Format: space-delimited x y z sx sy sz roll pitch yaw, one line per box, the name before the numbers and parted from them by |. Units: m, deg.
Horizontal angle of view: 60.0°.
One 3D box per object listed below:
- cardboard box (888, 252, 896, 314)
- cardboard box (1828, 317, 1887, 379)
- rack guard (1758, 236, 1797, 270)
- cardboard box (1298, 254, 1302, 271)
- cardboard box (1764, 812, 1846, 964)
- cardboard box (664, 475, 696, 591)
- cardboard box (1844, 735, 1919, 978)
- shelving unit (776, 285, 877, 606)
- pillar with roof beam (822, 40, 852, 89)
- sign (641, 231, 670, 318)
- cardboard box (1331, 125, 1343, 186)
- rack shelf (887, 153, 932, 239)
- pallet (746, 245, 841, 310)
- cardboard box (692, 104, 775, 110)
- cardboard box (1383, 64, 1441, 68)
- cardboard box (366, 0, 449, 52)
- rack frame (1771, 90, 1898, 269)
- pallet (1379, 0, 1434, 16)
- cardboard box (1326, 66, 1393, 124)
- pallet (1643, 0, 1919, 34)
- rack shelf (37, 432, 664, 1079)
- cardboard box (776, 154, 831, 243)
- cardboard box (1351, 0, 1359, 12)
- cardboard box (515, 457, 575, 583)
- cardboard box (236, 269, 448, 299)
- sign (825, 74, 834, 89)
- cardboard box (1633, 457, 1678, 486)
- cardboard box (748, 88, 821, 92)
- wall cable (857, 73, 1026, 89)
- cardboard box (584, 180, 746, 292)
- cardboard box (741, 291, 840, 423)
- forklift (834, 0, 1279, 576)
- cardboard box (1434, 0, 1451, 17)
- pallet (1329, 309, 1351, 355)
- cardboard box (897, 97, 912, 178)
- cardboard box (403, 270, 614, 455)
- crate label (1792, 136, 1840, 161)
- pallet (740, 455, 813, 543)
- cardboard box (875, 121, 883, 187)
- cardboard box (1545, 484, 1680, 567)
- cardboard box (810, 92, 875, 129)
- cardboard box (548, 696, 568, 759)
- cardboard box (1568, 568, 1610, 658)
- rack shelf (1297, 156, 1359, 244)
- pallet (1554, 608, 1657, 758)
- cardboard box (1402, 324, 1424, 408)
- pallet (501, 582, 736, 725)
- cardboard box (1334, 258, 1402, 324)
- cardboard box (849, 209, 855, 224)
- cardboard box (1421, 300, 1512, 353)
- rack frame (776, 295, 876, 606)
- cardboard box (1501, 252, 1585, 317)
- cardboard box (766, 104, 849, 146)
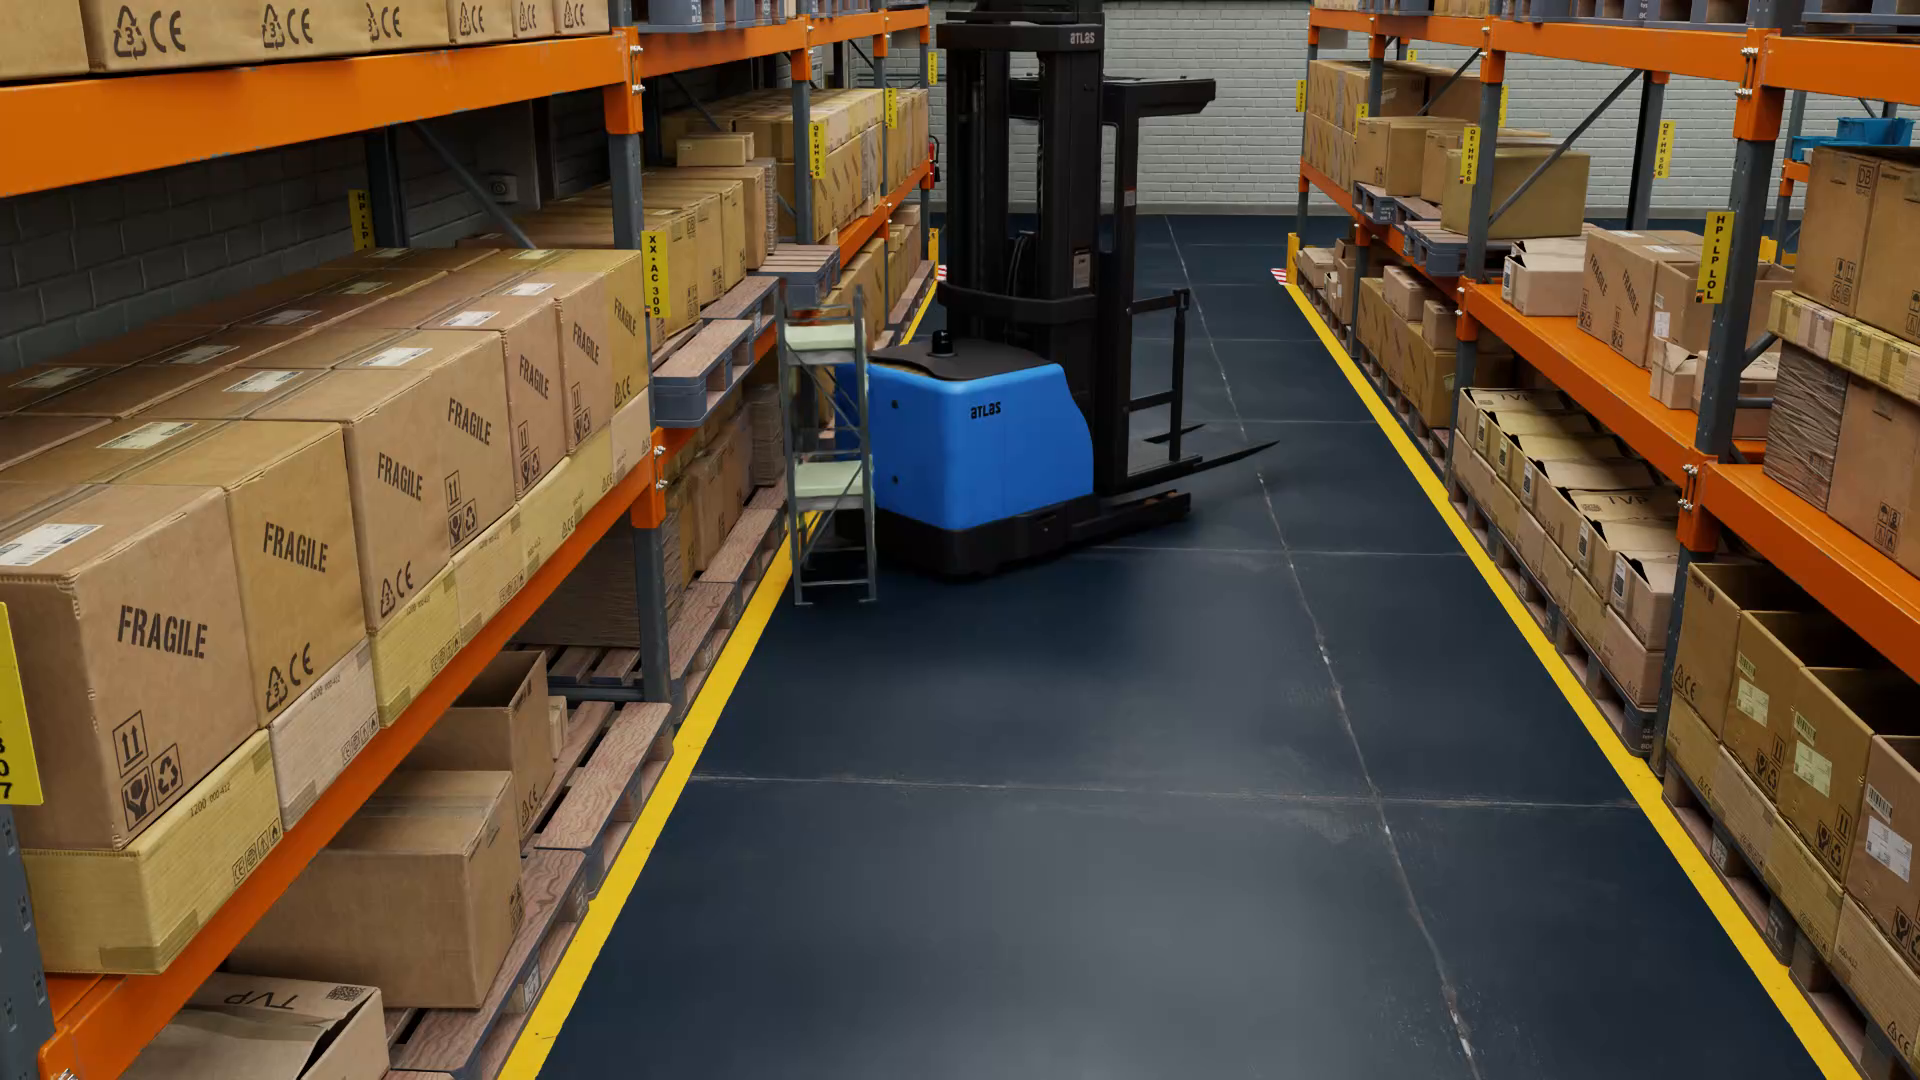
cardboard box | -0.962 -2.325 15.040 0.700 0.500 0.500 2 18 5
cardboard box | 3.002 -0.607 5.257 0.380 0.149 0.250 1 18 2
rack guard | 9.039 -2.924 17.544 1.175 0.500 0.348 1 18 4
cardboard box | 3.719 -2.879 17.234 0.380 0.166 0.250 1 18 4
cardboard box | 2.832 1.066 5.095 0.500 0.250 0.500 1 18 4
cardboard box | -1.669 -0.010 7.945 0.700 0.500 0.500 1 18 3
cardboard box | 2.798 0.865 4.504 0.500 0.500 0.500 1 18 4
shelving unit | -0.660 -0.500 8.403 0.431 1.500 0.755 -3 13 -2
pillar with roof beam | 2.793 -7.938 19.197 9.100 9.000 0.400 1 18 4
sign | -1.150 -1.000 6.267 0.100 0.325 0.005 1 18 4
cardboard box | 3.673 -3.502 15.132 0.500 0.500 0.500 2 18 5
rack shelf | -0.975 -3.362 16.022 1.077 0.370 4.000 1 18 4
pallet | -1.350 -1.526 9.570 1.213 0.211 1.003 1 18 4
cardboard box | -1.551 -2.862 11.466 0.500 0.250 0.500 1 18 3
cardboard box | 4.284 -4.276 15.889 0.500 0.500 0.500 2 18 5
cardboard box | -1.581 -1.431 3.963 0.500 0.500 0.500 2 18 7
rack frame | 9.050 -4.104 17.131 1.000 3.000 0.127 1 18 4
pallet | 3.635 -3.787 11.646 1.213 0.211 1.003 1 18 4
cardboard box | 3.709 -4.131 15.447 0.500 0.500 0.500 1 18 3
pallet | 3.300 -2.098 6.497 0.805 0.209 1.217 1 18 2
rack shelf | -1.835 0.365 4.648 1.077 0.370 4.000 1 18 4
cardboard box | -1.115 -2.184 10.601 0.500 0.500 0.500 2 18 6
cardboard box | 3.639 -4.640 14.189 0.500 0.250 0.500 1 18 4
cardboard box | -1.488 -0.072 5.033 0.500 0.250 0.500 1 18 4
cardboard box | -1.975 -0.591 5.414 0.500 0.500 0.500 1 18 4
sign | -1.385 -4.789 17.702 0.100 0.325 0.005 1 18 4
cardboard box | 3.636 -0.249 8.205 0.500 0.311 0.500 2 18 5
cardboard box | -1.411 -3.501 13.414 0.500 0.250 0.500 2 18 6
wall cable | -0.070 -7.449 22.692 3.097 2.526 0.112 1 18 4
cardboard box | -1.496 -1.564 8.510 0.700 0.500 0.500 1 18 4
cardboard box | -1.222 -1.244 11.181 0.750 0.750 0.750 1 18 3
forklift | 0.718 -1.571 9.511 3.031 2.935 1.130 -16 24 -41
cardboard box | 3.608 -3.660 10.799 0.910 0.500 0.500 1 18 4
pallet | 3.873 -1.862 14.766 1.003 0.211 1.213 1 18 4
cardboard box | -0.963 -3.846 15.863 0.980 0.700 0.700 0 18 1
cardboard box | -1.447 -0.584 5.393 0.500 0.500 0.500 1 18 4
crate label | 8.704 -3.984 16.936 0.416 0.233 0.303 1 18 4
pallet | -1.463 -0.273 9.917 1.003 0.211 1.213 1 18 4
cardboard box | -0.900 -3.132 13.495 0.500 0.500 0.500 1 18 3
cardboard box | 3.062 -0.097 7.743 0.500 0.311 0.500 1 18 4
cardboard box | -0.943 -3.328 12.889 0.500 0.250 0.500 2 18 5
cardboard box | -1.700 0.706 6.295 0.380 0.166 0.250 -1 18 -3
cardboard box | 3.028 0.326 7.353 0.500 0.250 0.500 1 18 3
rack shelf | 3.966 -3.253 15.688 1.077 0.370 4.000 1 18 4
pallet | 3.263 0.606 7.233 1.003 0.211 1.213 1 18 4
cardboard box | 3.406 -1.209 11.603 0.500 0.500 0.500 1 18 2
pallet | -1.638 0.485 7.604 1.003 0.211 1.213 1 18 4
cardboard box | 3.581 -2.178 14.561 0.500 0.500 0.500 1 18 4
cardboard box | -0.995 -2.468 12.510 0.380 0.149 0.250 1 18 2
cardboard box | 3.369 -1.422 11.049 0.500 0.250 0.500 2 18 6
rack frame | -0.643 -0.420 8.046 0.400 1.500 0.023 -3 13 -2
cardboard box | 3.279 -1.415 9.069 0.500 0.311 0.500 1 18 3
cardboard box | -1.046 -2.853 11.438 0.500 0.250 0.500 1 18 4
